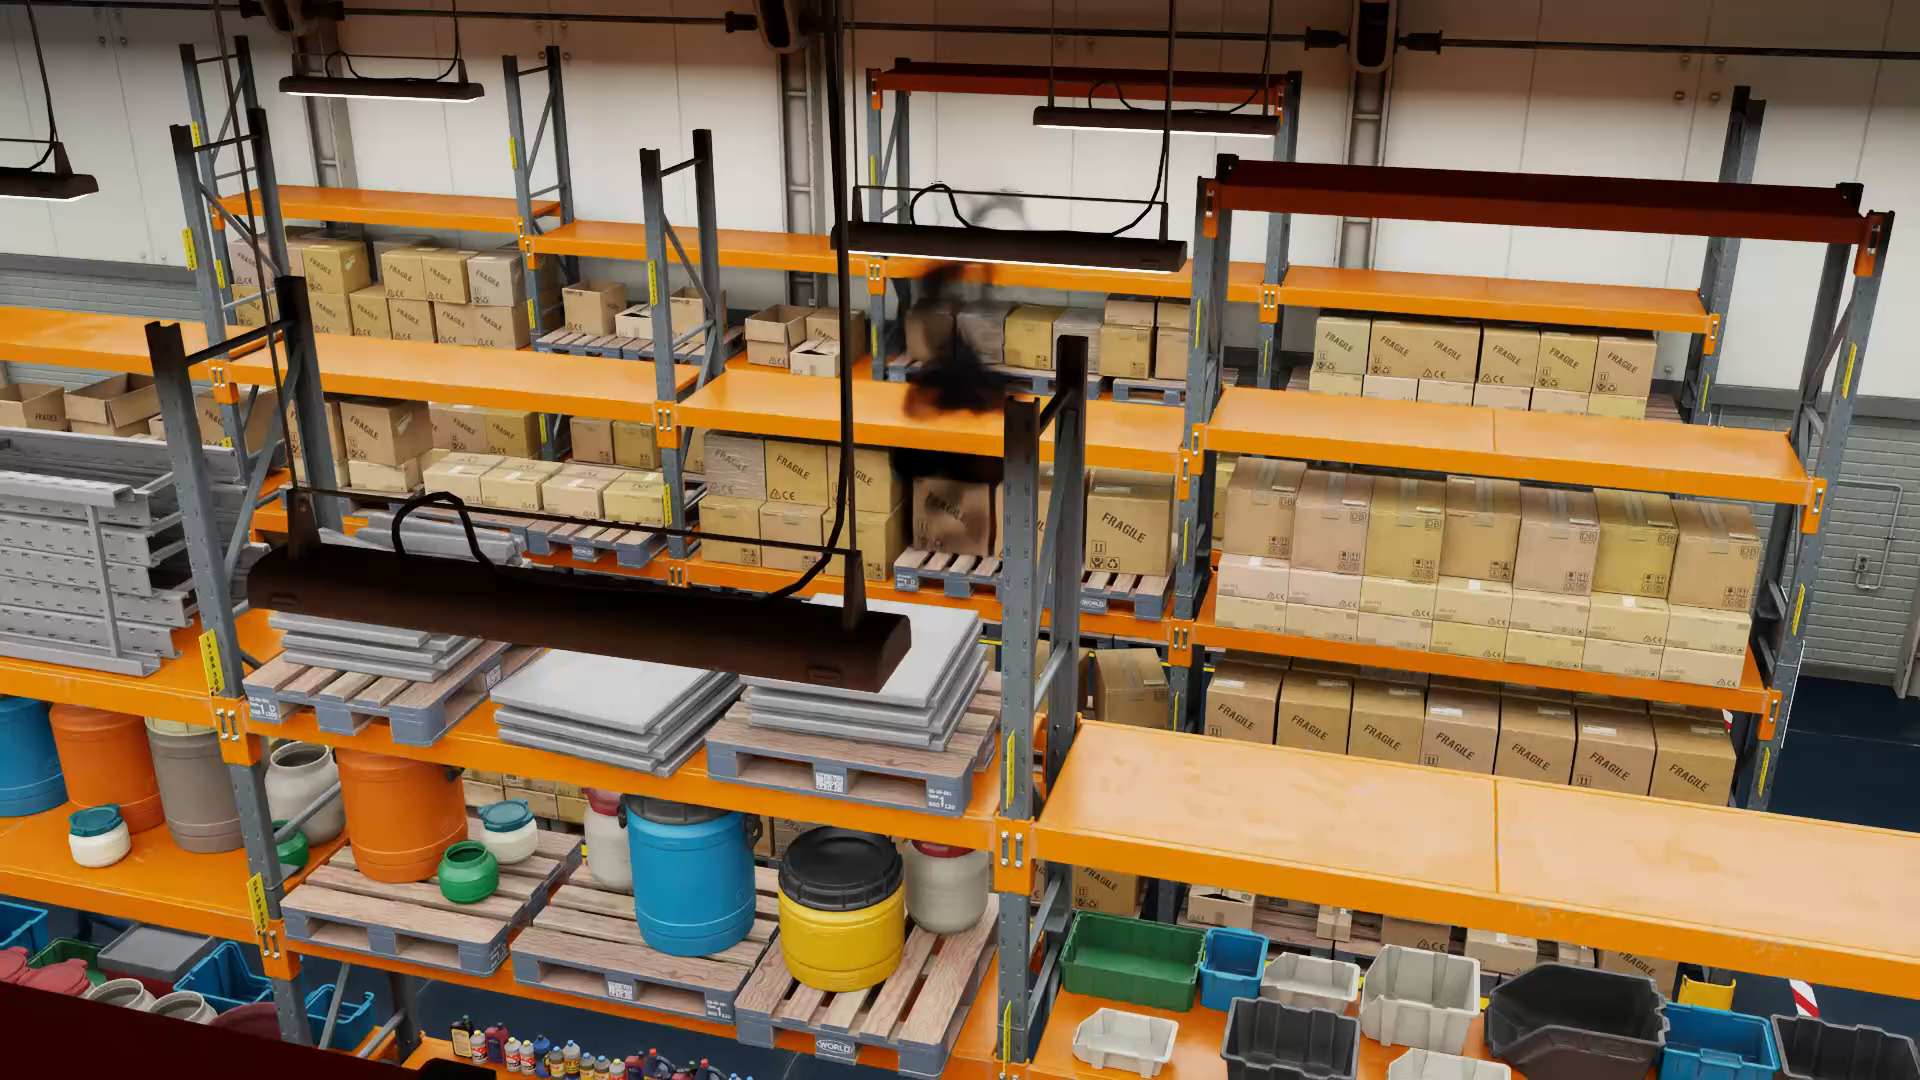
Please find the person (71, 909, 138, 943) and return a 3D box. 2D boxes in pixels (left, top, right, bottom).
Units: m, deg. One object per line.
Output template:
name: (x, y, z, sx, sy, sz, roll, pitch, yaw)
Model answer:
person: (-6.631, 2.497, 12.662, 0.877, 1.576, 0.543, 3, 23, 6)
